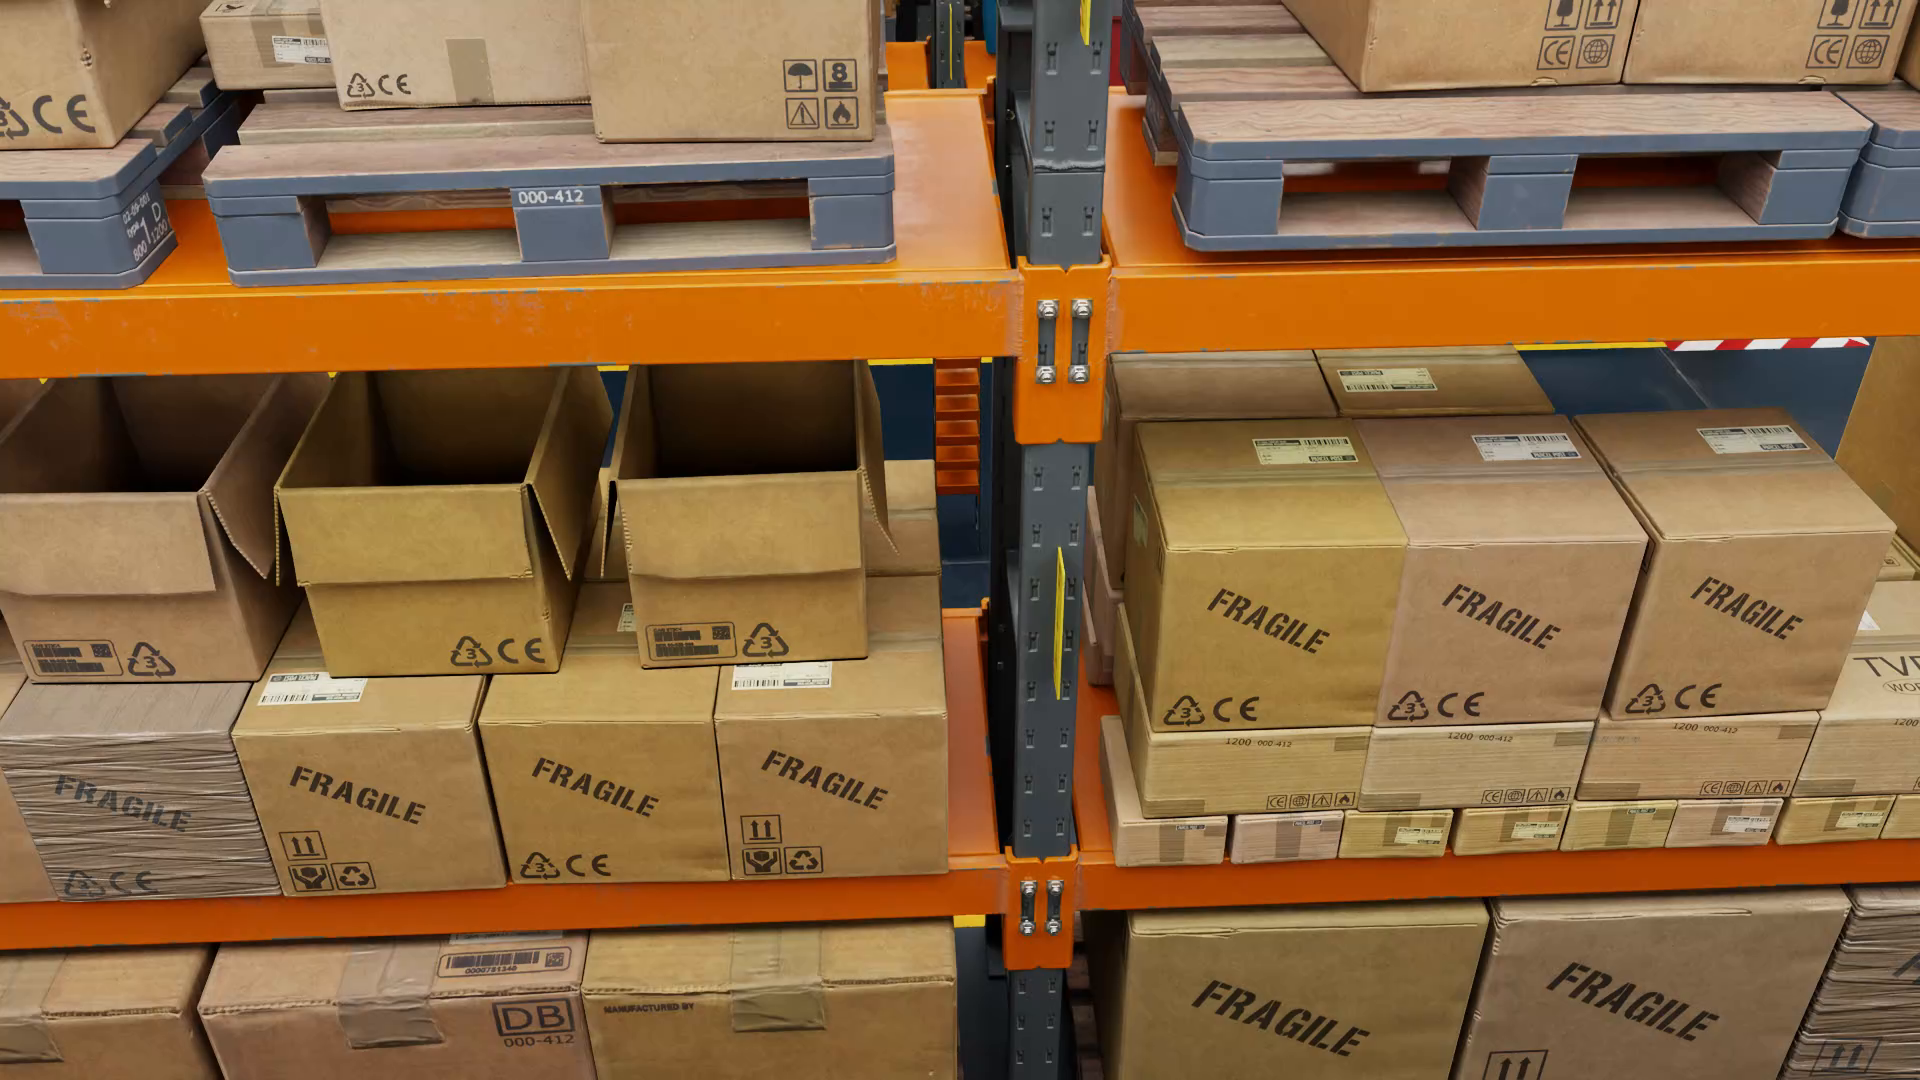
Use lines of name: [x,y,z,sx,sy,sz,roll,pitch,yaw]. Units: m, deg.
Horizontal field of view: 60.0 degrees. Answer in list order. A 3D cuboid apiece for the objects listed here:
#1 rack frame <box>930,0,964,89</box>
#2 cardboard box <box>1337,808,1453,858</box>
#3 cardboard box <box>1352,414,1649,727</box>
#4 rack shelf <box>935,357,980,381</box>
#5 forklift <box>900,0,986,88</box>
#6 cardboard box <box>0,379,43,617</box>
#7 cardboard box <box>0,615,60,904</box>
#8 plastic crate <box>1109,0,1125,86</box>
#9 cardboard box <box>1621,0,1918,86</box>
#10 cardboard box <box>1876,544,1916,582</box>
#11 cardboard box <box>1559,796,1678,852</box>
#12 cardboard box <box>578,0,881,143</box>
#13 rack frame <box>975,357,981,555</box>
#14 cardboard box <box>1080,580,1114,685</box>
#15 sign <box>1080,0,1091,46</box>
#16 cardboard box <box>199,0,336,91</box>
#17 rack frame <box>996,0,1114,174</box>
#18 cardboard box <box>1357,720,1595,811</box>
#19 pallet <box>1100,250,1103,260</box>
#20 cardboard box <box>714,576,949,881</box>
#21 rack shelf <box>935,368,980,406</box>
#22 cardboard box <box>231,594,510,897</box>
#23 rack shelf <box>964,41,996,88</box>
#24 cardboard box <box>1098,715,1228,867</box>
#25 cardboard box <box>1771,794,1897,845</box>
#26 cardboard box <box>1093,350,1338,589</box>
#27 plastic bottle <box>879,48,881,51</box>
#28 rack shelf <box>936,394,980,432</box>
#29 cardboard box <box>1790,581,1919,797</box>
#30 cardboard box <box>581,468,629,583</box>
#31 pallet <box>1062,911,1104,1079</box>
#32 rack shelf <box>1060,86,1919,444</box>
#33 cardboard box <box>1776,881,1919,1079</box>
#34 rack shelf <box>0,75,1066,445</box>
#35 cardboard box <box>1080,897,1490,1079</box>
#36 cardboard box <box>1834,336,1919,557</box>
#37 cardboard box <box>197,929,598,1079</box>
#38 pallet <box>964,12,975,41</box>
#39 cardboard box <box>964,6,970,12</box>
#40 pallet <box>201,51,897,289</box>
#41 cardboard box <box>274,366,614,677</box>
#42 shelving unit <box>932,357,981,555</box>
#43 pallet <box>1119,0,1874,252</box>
rack frame: [-0.067,-2.507,8.237,0.127,3.000,1.000,-2,35,-2]
cardboard box: [1.004,0.578,4.000,0.250,0.149,0.380,0,35,-1]
cardboard box: [1.150,0.063,3.735,0.500,0.500,0.500,-2,35,-2]
rack shelf: [-0.014,-0.752,6.728,0.180,0.103,0.258,-2,35,-2]
forklift: [-0.066,-3.930,10.354,3.031,2.935,1.130,0,35,1]
cardboard box: [-2.446,-0.064,3.737,0.637,0.503,0.797,-1,35,-1]
cardboard box: [-2.303,0.485,3.825,0.500,0.500,0.500,-2,35,-3]
plastic crate: [0.837,-2.440,8.030,0.583,0.464,0.402,-2,35,-2]
cardboard box: [1.484,-1.247,3.236,0.500,0.500,0.700,0,35,0]
cardboard box: [2.129,0.046,4.419,0.500,0.250,0.500,-2,35,-3]
cardboard box: [1.522,0.563,4.021,0.250,0.149,0.380,-2,35,-3]
cardboard box: [-0.411,-1.118,3.136,0.500,0.500,0.700,-1,35,-1]
rack frame: [0.077,-0.495,6.912,0.006,1.200,0.240,-2,35,-2]
cardboard box: [0.456,0.217,4.521,0.250,0.149,0.380,-1,35,-2]
sign: [0.203,-0.959,2.633,0.005,0.325,0.100,-2,35,-2]
cardboard box: [-1.327,-1.040,3.332,0.250,0.149,0.380,-3,35,-4]
rack frame: [0.167,-2.159,2.462,0.127,3.000,1.000,-2,35,-2]
cardboard box: [1.146,0.373,3.945,0.500,0.250,0.500,-2,35,-2]
pallet: [0.666,-1.402,9.091,1.213,0.211,1.003,-2,35,-2]
cardboard box: [-0.287,0.435,3.898,0.500,0.500,0.500,-1,35,-2]
rack shelf: [-0.014,-0.654,6.797,0.180,0.103,0.258,-2,35,-2]
cardboard box: [-1.303,0.462,3.858,0.500,0.500,0.500,-2,35,-3]
rack shelf: [1.931,-2.265,8.520,4.000,0.370,1.077,-2,35,-2]
cardboard box: [0.479,0.593,3.979,0.250,0.149,0.380,-1,35,-2]
cardboard box: [2.036,0.550,4.041,0.250,0.149,0.380,-2,35,-4]
cardboard box: [0.614,-0.225,4.151,0.500,0.500,0.500,-1,35,-1]
plastic bottle: [-0.445,-2.262,7.991,0.135,0.276,0.152,-2,35,-2]
rack shelf: [-0.014,-0.555,6.865,0.180,0.103,0.258,-2,35,-2]
cardboard box: [2.156,0.347,3.983,0.500,0.250,0.500,-1,35,-2]
cardboard box: [-0.806,0.151,4.307,0.500,0.500,0.500,-1,35,-2]
pallet: [0.931,1.479,4.928,1.213,0.211,1.003,-2,35,-2]
rack shelf: [2.165,-0.683,3.598,4.000,0.370,1.077,-2,35,-2]
cardboard box: [2.618,0.989,4.684,0.875,0.875,0.875,-2,35,-2]
rack shelf: [-1.830,-0.575,3.442,4.000,0.370,1.077,-2,35,-2]
cardboard box: [0.830,1.037,4.614,0.875,0.875,0.875,-2,35,-2]
cardboard box: [2.654,-0.278,4.228,0.500,0.500,0.500,-2,35,-4]
cardboard box: [-1.363,1.062,4.577,0.875,0.875,1.225,-3,35,-4]
pallet: [0.388,-4.194,13.125,1.213,0.211,1.003,-2,35,-2]
cardboard box: [0.132,-4.287,12.784,0.500,0.311,0.500,-2,35,-2]
pallet: [-0.746,-0.794,3.293,1.217,0.209,0.805,-3,35,-4]
cardboard box: [-1.156,-0.112,3.806,0.637,0.503,0.797,-1,35,-2]
shelving unit: [-0.014,-0.493,6.908,0.189,1.200,0.258,-2,35,-2]
pallet: [0.985,-0.905,3.364,1.213,0.211,1.003,-2,35,-2]
